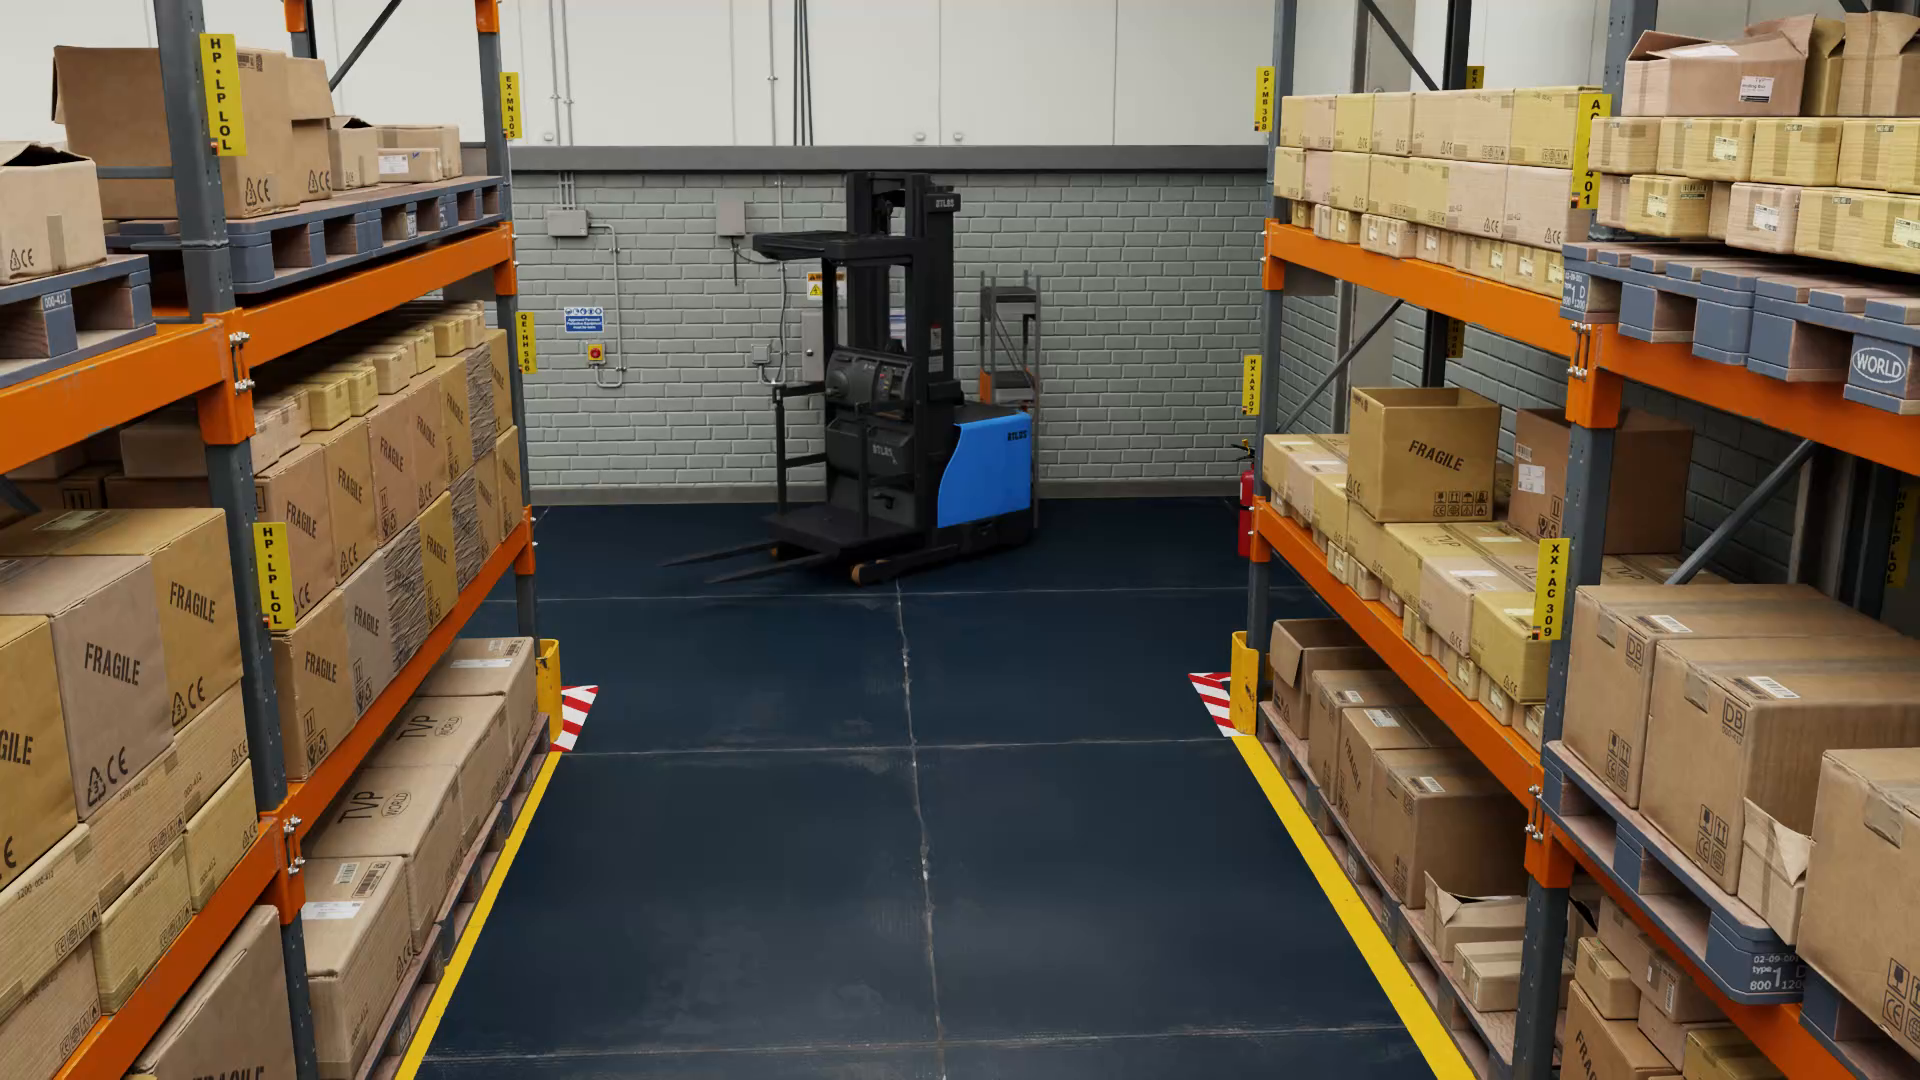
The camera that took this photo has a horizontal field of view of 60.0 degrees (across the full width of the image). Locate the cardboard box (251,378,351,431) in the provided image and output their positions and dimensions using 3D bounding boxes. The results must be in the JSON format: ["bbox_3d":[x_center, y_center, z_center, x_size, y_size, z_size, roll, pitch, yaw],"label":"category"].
[{"bbox_3d":[-2.379,-0.478,5.854,0.380,0.149,0.250,-1,14,-4],"label":"cardboard box"}]

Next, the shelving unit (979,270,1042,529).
[{"bbox_3d":[0.409,-1.167,13.847,0.431,2.100,0.503,-2,15,-9],"label":"shelving unit"}]

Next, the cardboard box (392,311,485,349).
[{"bbox_3d":[-2.460,-0.989,7.842,0.380,0.149,0.250,-1,14,-4],"label":"cardboard box"}]

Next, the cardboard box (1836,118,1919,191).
[{"bbox_3d":[2.138,-0.827,3.566,0.380,0.149,0.250,-1,14,-3],"label":"cardboard box"}]

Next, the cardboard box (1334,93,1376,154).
[{"bbox_3d":[1.966,-1.832,7.308,0.500,0.250,0.500,-1,14,-4],"label":"cardboard box"}]

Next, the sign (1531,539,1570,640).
[{"bbox_3d":[1.839,0.154,5.170,0.100,0.325,0.005,-1,14,-3],"label":"sign"}]

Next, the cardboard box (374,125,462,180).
[{"bbox_3d":[-2.704,-1.875,8.033,0.500,0.250,0.500,-2,15,-9],"label":"cardboard box"}]

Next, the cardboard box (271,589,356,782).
[{"bbox_3d":[-2.342,0.472,5.473,0.500,0.500,0.500,0,14,-2],"label":"cardboard box"}]

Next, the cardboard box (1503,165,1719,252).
[{"bbox_3d":[2.100,-1.077,5.377,0.500,0.250,0.500,-1,14,-3],"label":"cardboard box"}]

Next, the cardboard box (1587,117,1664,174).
[{"bbox_3d":[1.961,-1.083,4.558,0.380,0.149,0.250,0,14,-2],"label":"cardboard box"}]

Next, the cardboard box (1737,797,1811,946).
[{"bbox_3d":[2.083,0.776,3.916,0.396,0.266,0.258,0,14,-1],"label":"cardboard box"}]

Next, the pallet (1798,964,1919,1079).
[{"bbox_3d":[2.503,1.167,3.355,1.003,0.211,1.213,-1,14,-3],"label":"pallet"}]

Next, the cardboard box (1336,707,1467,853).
[{"bbox_3d":[2.023,1.075,7.501,0.500,0.500,0.500,-1,14,-2],"label":"cardboard box"}]

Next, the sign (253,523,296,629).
[{"bbox_3d":[-2.033,0.108,4.924,0.100,0.325,0.005,-1,14,-3],"label":"sign"}]

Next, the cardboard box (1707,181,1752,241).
[{"bbox_3d":[2.096,-0.813,4.107,0.380,0.149,0.250,-1,14,-3],"label":"cardboard box"}]

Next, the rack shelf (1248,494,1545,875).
[{"bbox_3d":[2.256,0.414,7.341,1.077,0.370,4.000,-1,14,-3],"label":"rack shelf"}]

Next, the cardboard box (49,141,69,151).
[{"bbox_3d":[-2.933,-1.153,5.193,0.396,0.266,0.258,0,14,-2],"label":"cardboard box"}]

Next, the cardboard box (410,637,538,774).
[{"bbox_3d":[-2.681,0.846,8.518,0.875,0.438,0.875,-1,14,-5],"label":"cardboard box"}]

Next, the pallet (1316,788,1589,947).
[{"bbox_3d":[2.260,1.439,7.511,1.003,0.211,1.213,-1,14,-3],"label":"pallet"}]

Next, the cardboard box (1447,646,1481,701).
[{"bbox_3d":[2.030,0.481,6.142,0.380,0.149,0.250,-1,14,-2],"label":"cardboard box"}]

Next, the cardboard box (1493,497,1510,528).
[{"bbox_3d":[2.514,-0.011,7.254,0.500,0.250,0.500,-1,14,-4],"label":"cardboard box"}]

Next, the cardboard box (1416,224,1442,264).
[{"bbox_3d":[2.023,-1.171,6.543,0.380,0.149,0.250,-1,14,-3],"label":"cardboard box"}]

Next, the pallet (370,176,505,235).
[{"bbox_3d":[-2.765,-1.579,7.804,1.003,0.211,1.213,-1,14,-3],"label":"pallet"}]

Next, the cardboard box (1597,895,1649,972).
[{"bbox_3d":[2.197,1.205,5.100,0.380,0.149,0.250,-1,14,-4],"label":"cardboard box"}]

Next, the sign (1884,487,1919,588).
[{"bbox_3d":[2.934,-0.007,5.210,0.100,0.325,0.005,-1,14,-3],"label":"sign"}]

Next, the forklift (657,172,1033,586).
[{"bbox_3d":[-0.843,-1.226,12.408,3.031,2.935,1.130,-13,19,-41],"label":"forklift"}]

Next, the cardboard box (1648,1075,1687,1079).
[{"bbox_3d":[2.228,1.826,4.582,0.500,0.500,0.500,-1,14,-4],"label":"cardboard box"}]

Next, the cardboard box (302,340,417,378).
[{"bbox_3d":[-2.468,-0.733,6.845,0.380,0.149,0.250,0,14,-2],"label":"cardboard box"}]

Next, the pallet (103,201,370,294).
[{"bbox_3d":[-2.614,-0.973,5.445,1.003,0.211,1.213,-1,14,-3],"label":"pallet"}]

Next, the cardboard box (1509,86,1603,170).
[{"bbox_3d":[2.108,-1.325,5.337,0.500,0.250,0.500,-1,14,-3],"label":"cardboard box"}]

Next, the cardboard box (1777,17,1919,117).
[{"bbox_3d":[2.467,-1.289,4.530,0.396,0.266,0.258,-1,14,-4],"label":"cardboard box"}]

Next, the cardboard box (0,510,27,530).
[{"bbox_3d":[-2.834,0.222,4.437,0.500,0.500,0.500,-1,14,-3],"label":"cardboard box"}]

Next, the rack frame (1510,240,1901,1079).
[{"bbox_3d":[2.380,0.563,5.318,1.000,3.000,0.127,-1,14,-3],"label":"rack frame"}]

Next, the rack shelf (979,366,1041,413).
[{"bbox_3d":[0.409,-1.154,13.851,0.431,0.518,0.480,-2,15,-9],"label":"rack shelf"}]

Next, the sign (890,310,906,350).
[{"bbox_3d":[-0.609,-1.765,14.558,0.329,0.494,0.001,-1,14,-3],"label":"sign"}]

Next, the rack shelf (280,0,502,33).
[{"bbox_3d":[-2.698,-2.220,6.341,1.077,0.370,4.000,-1,14,-3],"label":"rack shelf"}]

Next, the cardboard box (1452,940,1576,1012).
[{"bbox_3d":[2.052,1.606,6.142,0.380,0.149,0.250,-1,14,-5],"label":"cardboard box"}]

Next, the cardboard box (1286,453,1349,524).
[{"bbox_3d":[1.923,-0.261,8.224,0.500,0.250,0.500,-1,14,-3],"label":"cardboard box"}]

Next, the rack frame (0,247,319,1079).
[{"bbox_3d":[-2.574,0.641,5.016,1.000,3.000,0.127,-1,14,-3],"label":"rack frame"}]

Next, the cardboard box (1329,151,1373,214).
[{"bbox_3d":[1.958,-1.588,7.361,0.500,0.250,0.500,-1,14,-5],"label":"cardboard box"}]

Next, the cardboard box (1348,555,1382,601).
[{"bbox_3d":[1.946,0.162,7.380,0.380,0.149,0.250,-1,14,-2],"label":"cardboard box"}]

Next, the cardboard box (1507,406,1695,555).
[{"bbox_3d":[2.553,-0.246,6.661,0.500,0.500,0.500,-1,14,-5],"label":"cardboard box"}]

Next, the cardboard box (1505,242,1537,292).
[{"bbox_3d":[2.051,-0.914,5.542,0.380,0.149,0.250,-1,14,-4],"label":"cardboard box"}]

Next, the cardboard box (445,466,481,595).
[{"bbox_3d":[-2.470,-0.034,7.437,0.500,0.500,0.500,0,14,-2],"label":"cardboard box"}]

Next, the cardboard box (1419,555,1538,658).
[{"bbox_3d":[2.059,0.244,6.260,0.500,0.250,0.500,-1,14,-3],"label":"cardboard box"}]

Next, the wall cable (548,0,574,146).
[{"bbox_3d":[-3.455,-4.670,13.617,0.463,3.000,0.029,-1,14,-3],"label":"wall cable"}]

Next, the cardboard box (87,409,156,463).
[{"bbox_3d":[-2.819,-0.345,5.338,0.380,0.149,0.250,-1,14,-2],"label":"cardboard box"}]

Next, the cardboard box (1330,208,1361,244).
[{"bbox_3d":[1.897,-1.422,7.519,0.380,0.149,0.250,-1,14,-4],"label":"cardboard box"}]

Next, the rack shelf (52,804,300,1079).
[{"bbox_3d":[-2.450,1.487,3.173,1.077,0.370,4.000,-1,14,-3],"label":"rack shelf"}]

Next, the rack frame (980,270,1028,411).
[{"bbox_3d":[0.367,-1.227,14.080,0.400,2.100,0.015,-2,15,-9],"label":"rack frame"}]

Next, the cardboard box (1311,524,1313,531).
[{"bbox_3d":[1.992,-0.097,8.386,0.380,0.149,0.250,-1,14,-4],"label":"cardboard box"}]

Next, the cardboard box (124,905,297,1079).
[{"bbox_3d":[-2.456,1.619,4.634,0.875,0.875,0.875,0,14,-2],"label":"cardboard box"}]

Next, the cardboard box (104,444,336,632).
[{"bbox_3d":[-2.362,-0.014,5.354,0.500,0.500,0.500,-1,14,-3],"label":"cardboard box"}]

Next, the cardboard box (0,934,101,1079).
[{"bbox_3d":[-2.252,1.073,3.635,0.500,0.250,0.500,-1,14,-5],"label":"cardboard box"}]

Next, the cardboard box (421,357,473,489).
[{"bbox_3d":[-2.465,-0.518,7.312,0.500,0.500,0.500,-1,14,-4],"label":"cardboard box"}]
